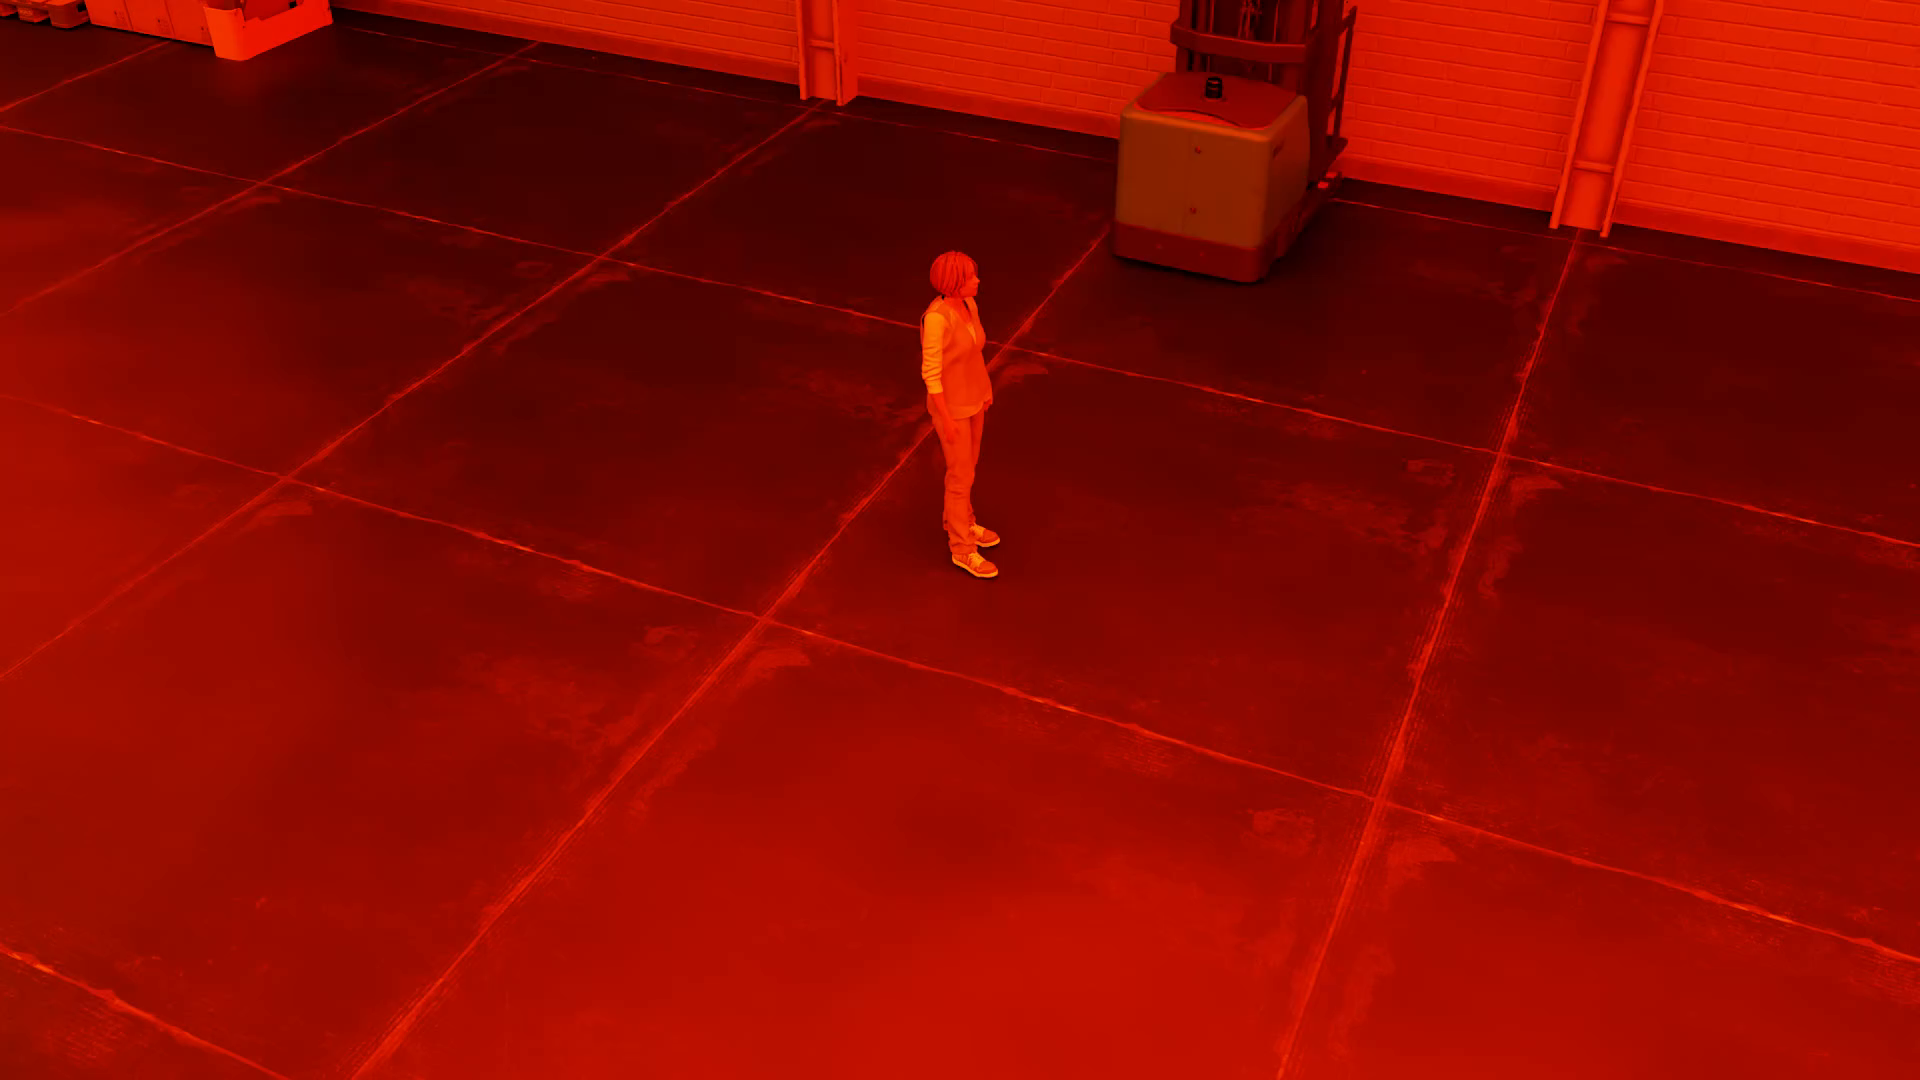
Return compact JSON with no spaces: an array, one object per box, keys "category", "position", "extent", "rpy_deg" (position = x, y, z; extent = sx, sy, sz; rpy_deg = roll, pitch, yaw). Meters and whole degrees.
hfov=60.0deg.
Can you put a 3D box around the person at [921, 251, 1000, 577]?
[{"category":"person","position":[0.062,-0.631,8.107],"extent":[0.473,1.599,0.520],"rpy_deg":[15,38,20]}]

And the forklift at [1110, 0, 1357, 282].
[{"category":"forklift","position":[2.129,-3.713,11.293],"extent":[1.130,2.935,3.031],"rpy_deg":[16,39,21]}]
